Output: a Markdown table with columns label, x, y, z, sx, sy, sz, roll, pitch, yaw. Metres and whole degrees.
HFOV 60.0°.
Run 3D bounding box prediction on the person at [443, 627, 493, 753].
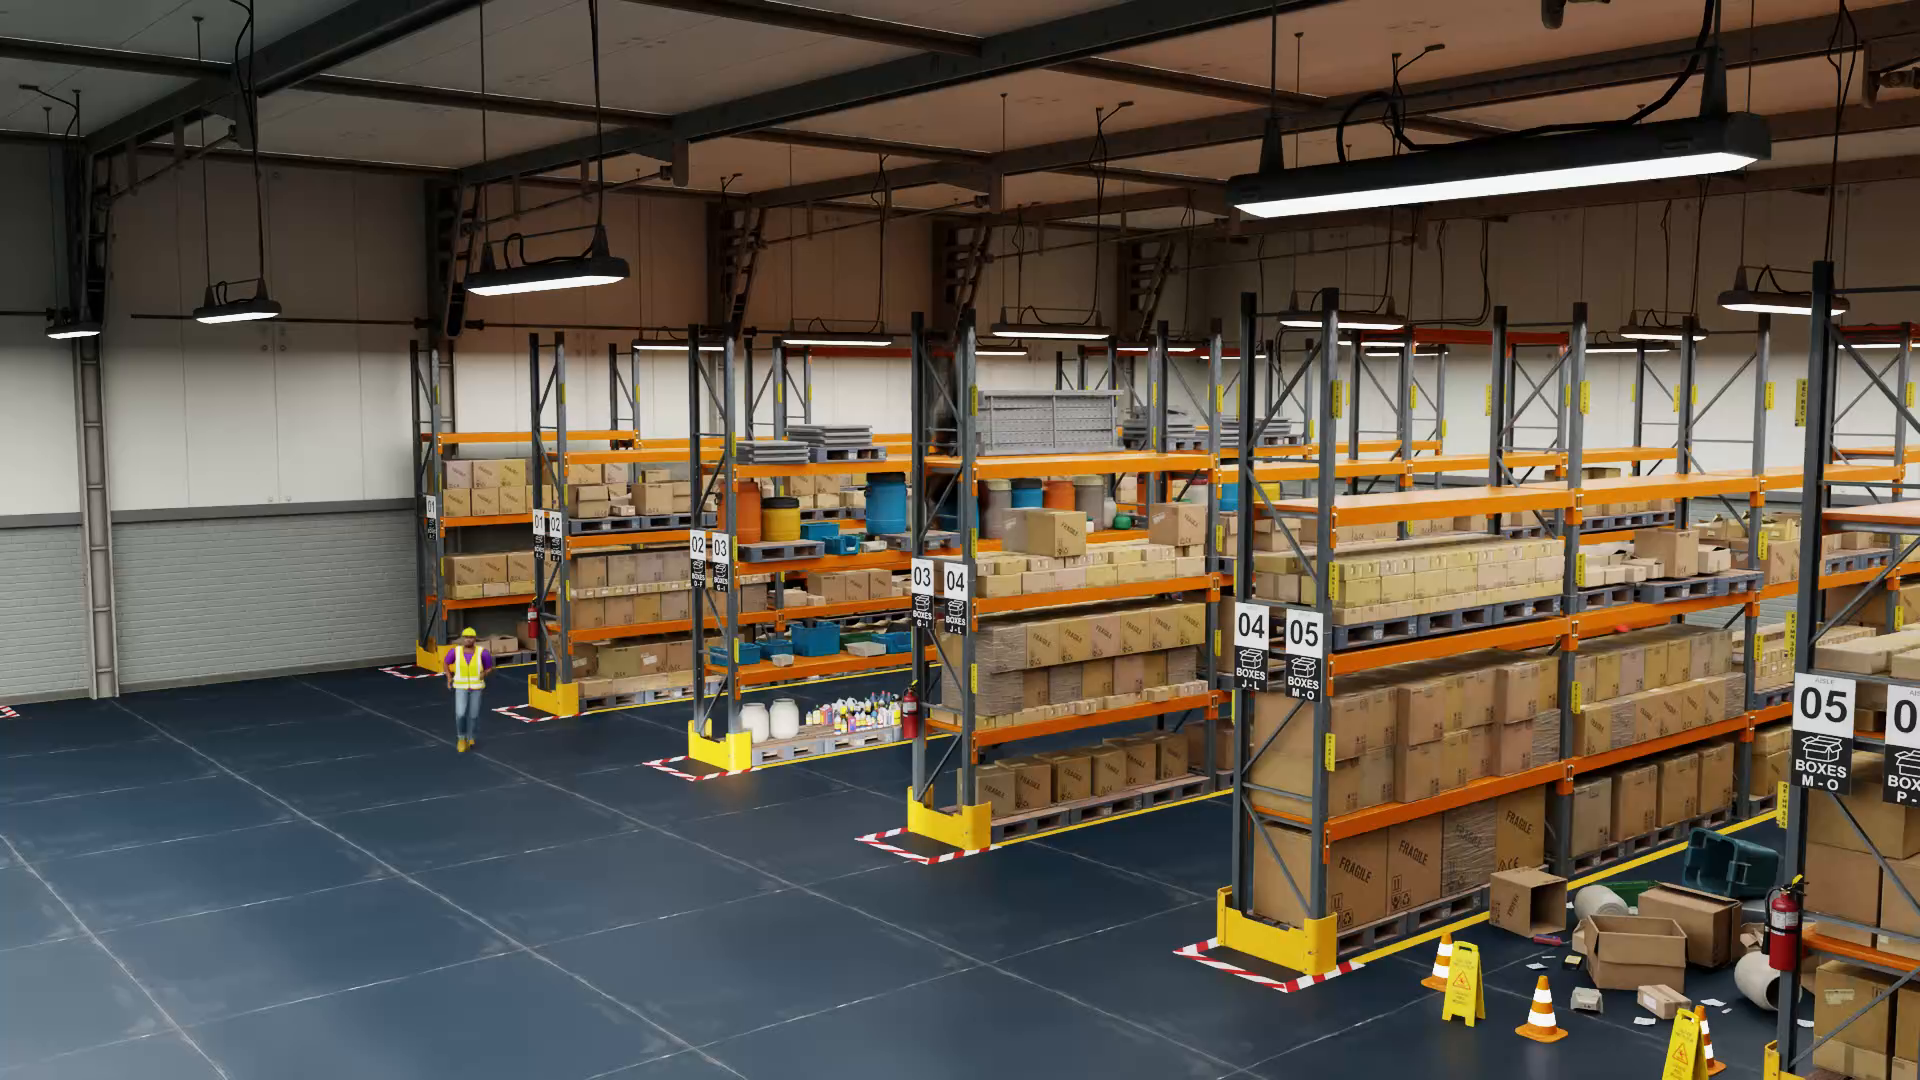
| label | x | y | z | sx | sy | sz | roll | pitch | yaw |
| --- | --- | --- | --- | --- | --- | --- | --- | --- | --- |
| person | -6.946 | 2.121 | 23.518 | 0.673 | 1.776 | 0.705 | -2 | 6 | -18 |

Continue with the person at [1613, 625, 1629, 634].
| label | x | y | z | sx | sy | sz | roll | pitch | yaw |
| --- | --- | --- | --- | --- | --- | --- | --- | --- | --- |
| person | 9.269 | 2.077 | 23.405 | 0.657 | 1.776 | 0.968 | 4 | 7 | 39 |

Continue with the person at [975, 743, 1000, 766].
| label | x | y | z | sx | sy | sz | roll | pitch | yaw |
| --- | --- | --- | --- | --- | --- | --- | --- | --- | --- |
| person | 0.414 | 2.240 | 22.996 | 0.696 | 1.678 | 1.008 | 2 | 6 | 22 |
